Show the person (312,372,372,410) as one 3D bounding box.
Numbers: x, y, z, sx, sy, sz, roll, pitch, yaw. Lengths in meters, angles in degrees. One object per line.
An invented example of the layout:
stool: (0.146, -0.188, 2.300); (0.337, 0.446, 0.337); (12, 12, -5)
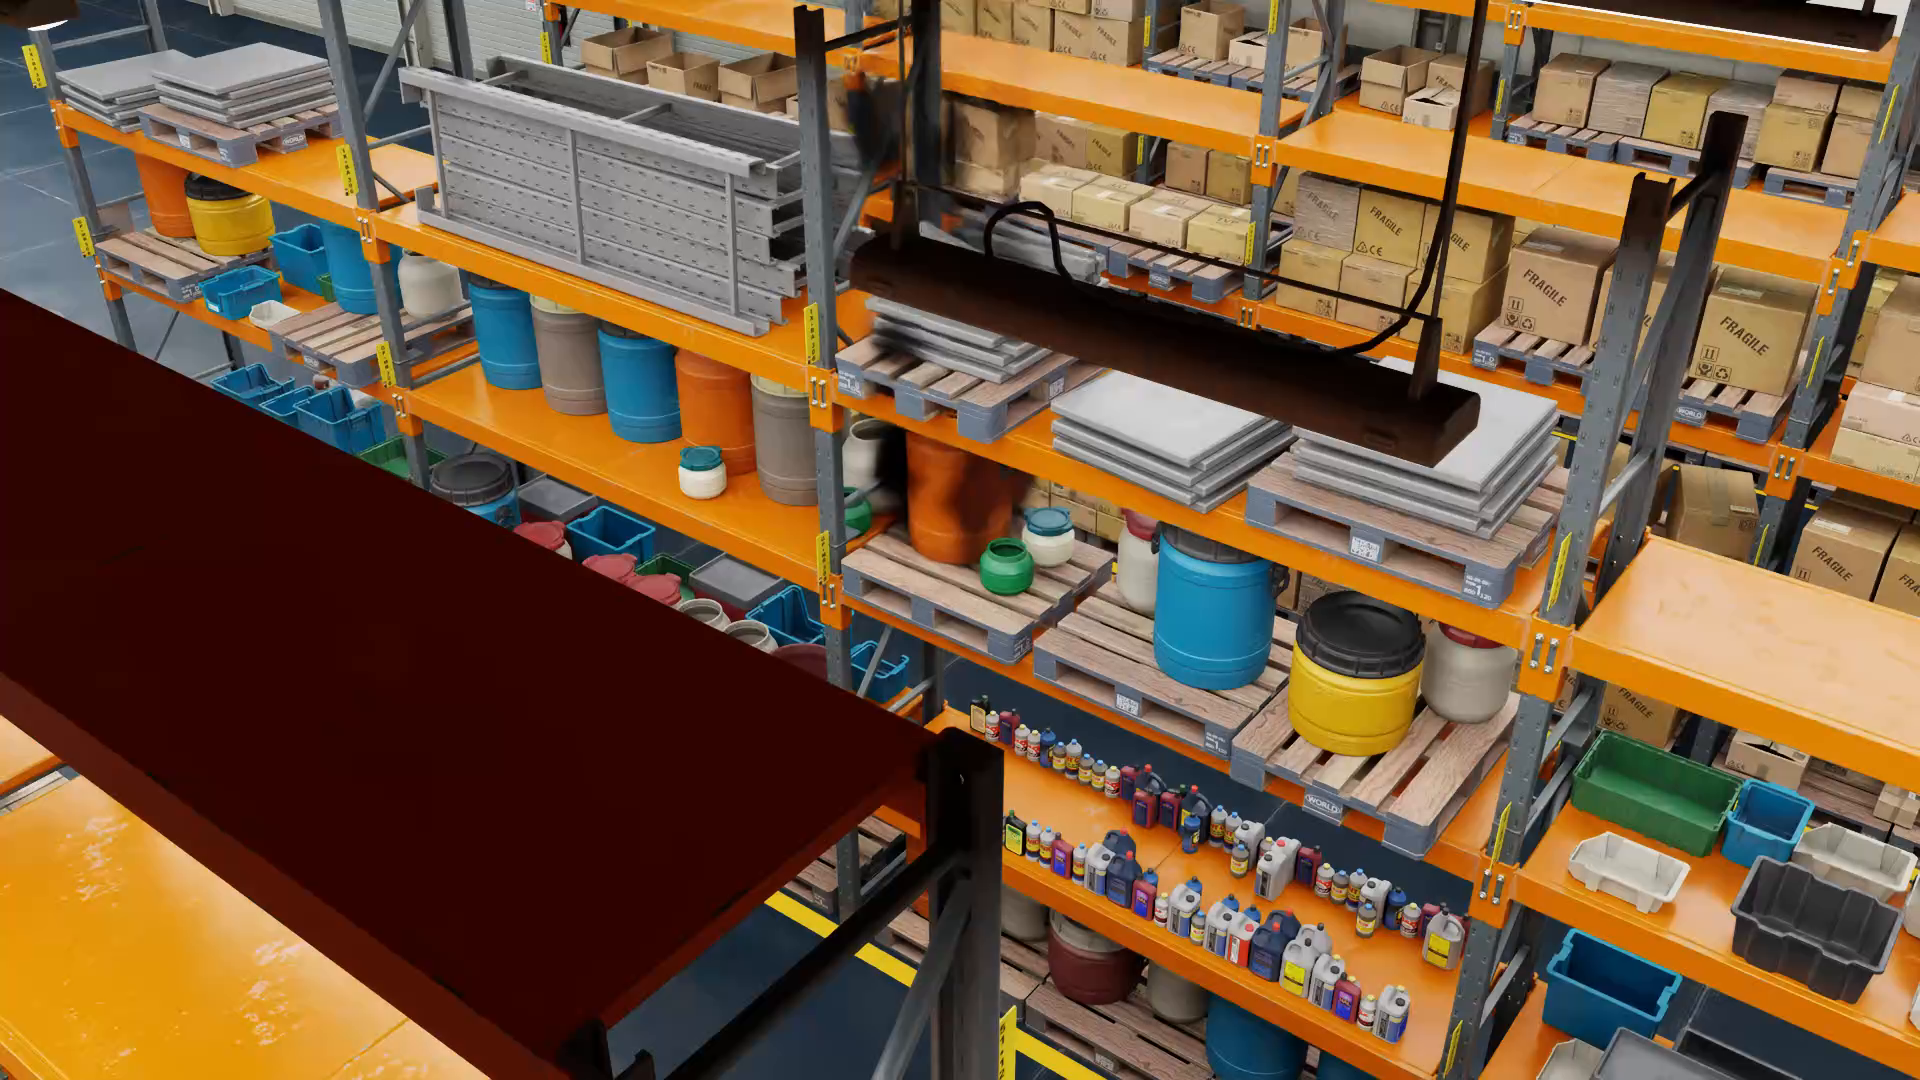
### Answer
person: (-5.818, -1.363, 15.790); (0.964, 1.748, 0.693); (17, 35, 26)
